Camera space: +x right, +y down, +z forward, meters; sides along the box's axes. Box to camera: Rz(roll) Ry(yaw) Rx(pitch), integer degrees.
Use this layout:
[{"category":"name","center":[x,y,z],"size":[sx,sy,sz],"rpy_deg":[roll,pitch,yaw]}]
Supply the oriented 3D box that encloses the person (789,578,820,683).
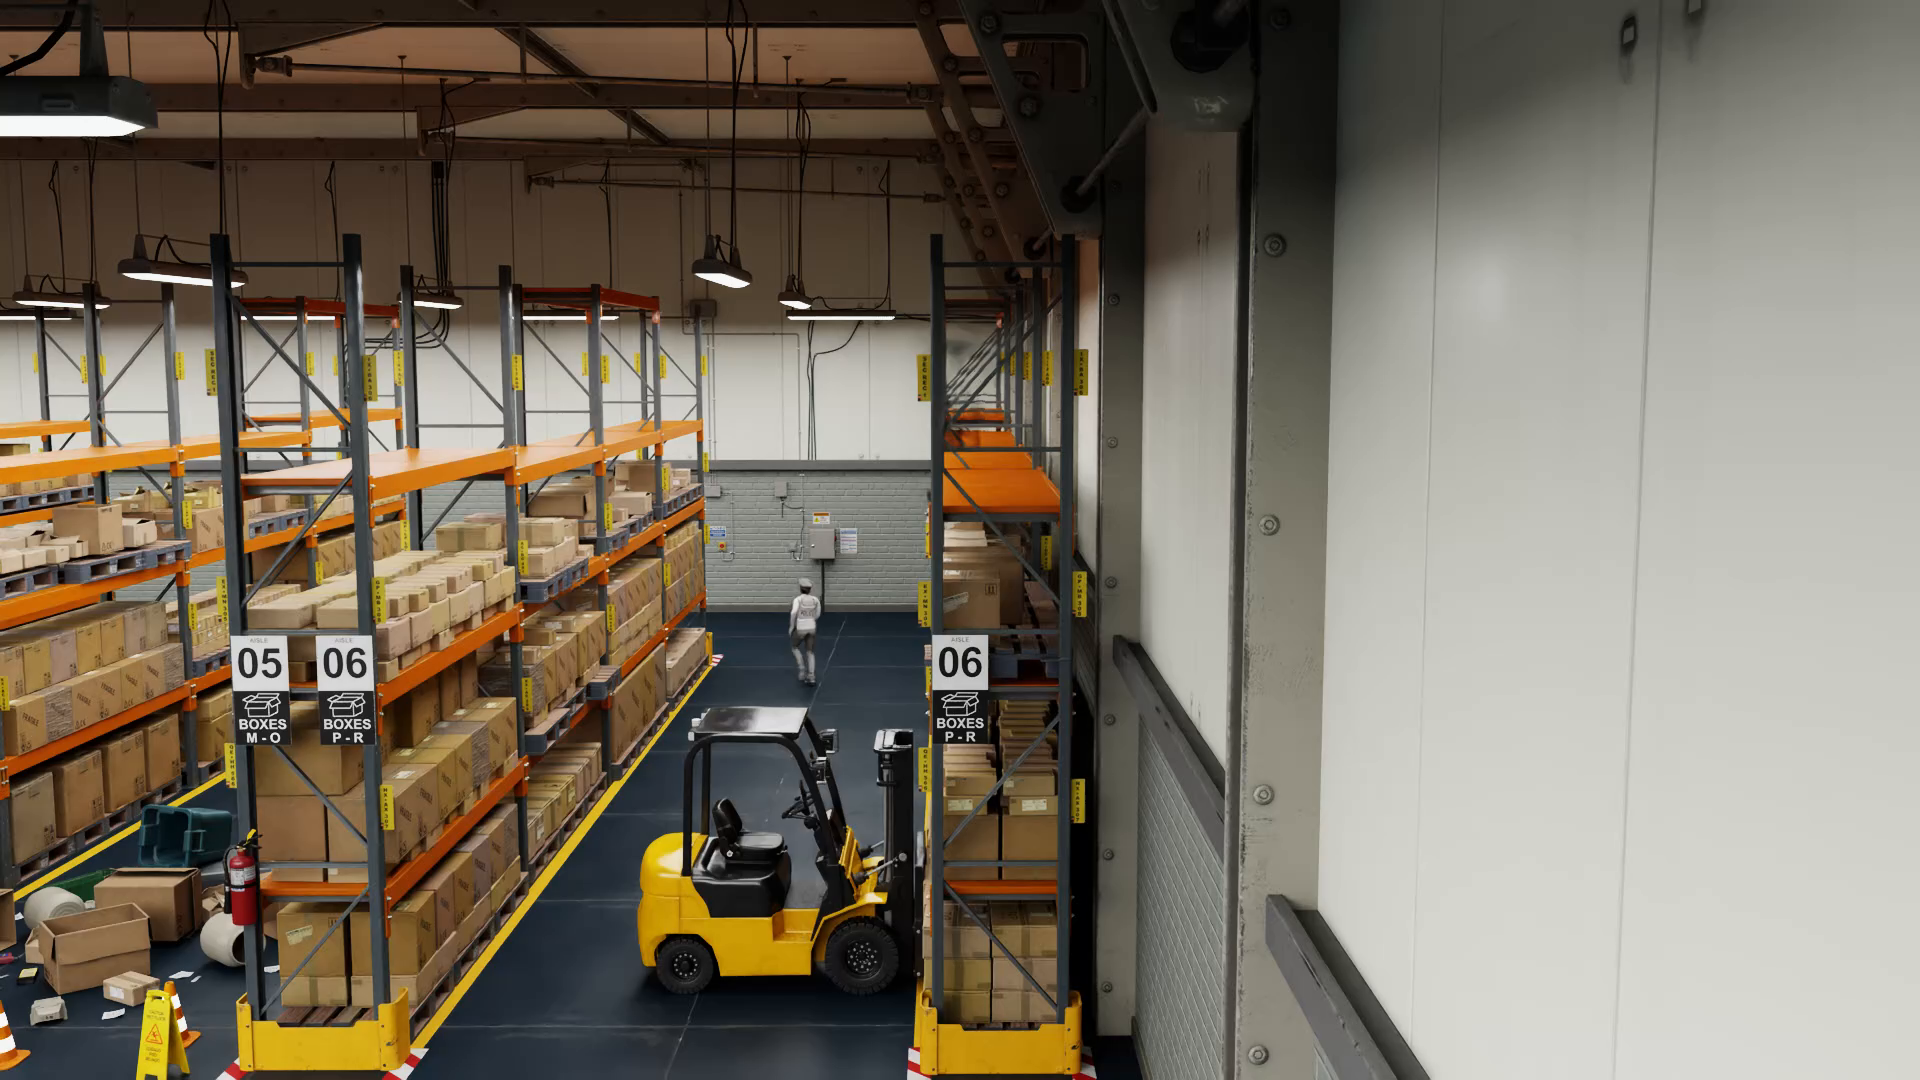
[{"category":"person","center":[-2.481,1.426,26.350],"size":[0.585,1.649,0.690],"rpy_deg":[-3,7,-26]}]
